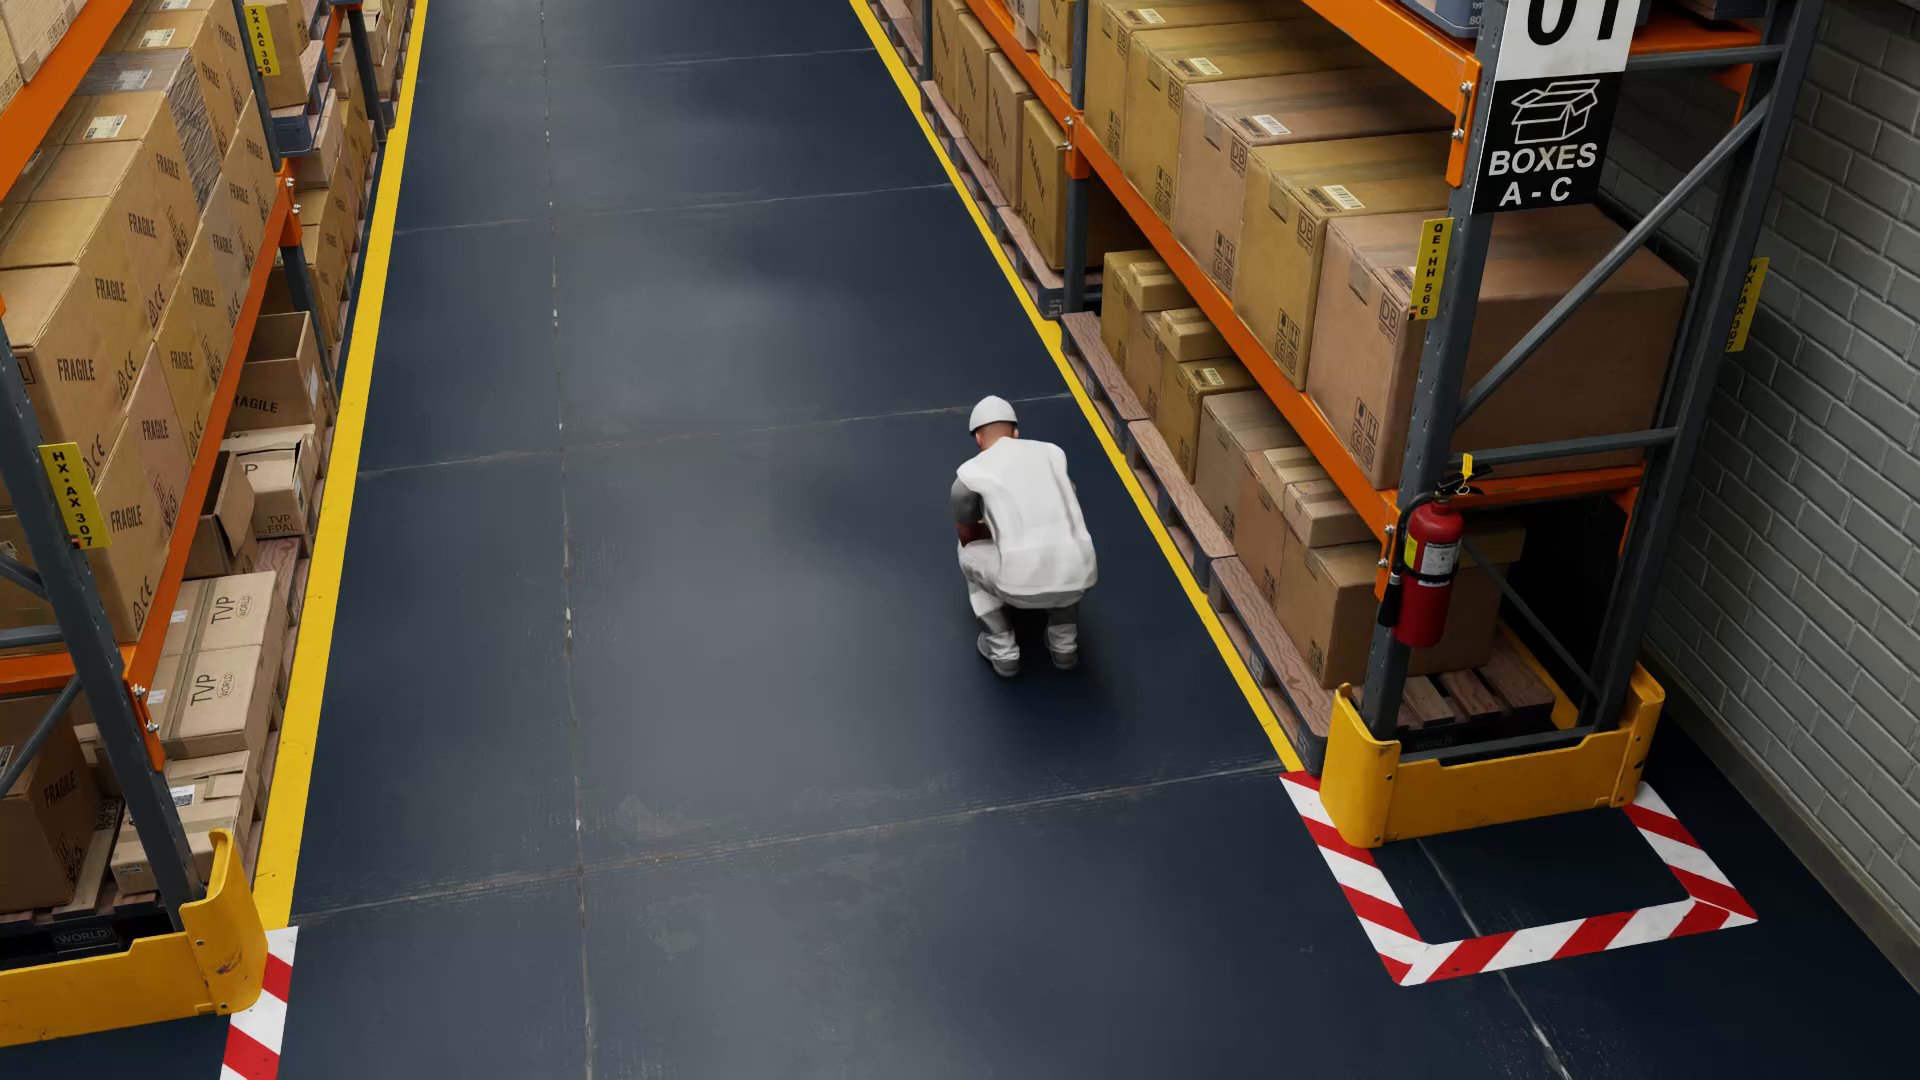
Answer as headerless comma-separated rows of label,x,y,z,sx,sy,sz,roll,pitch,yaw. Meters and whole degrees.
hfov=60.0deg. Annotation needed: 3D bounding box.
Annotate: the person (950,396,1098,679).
person,0.258,-0.003,6.843,0.526,0.993,0.907,-8,35,-12
